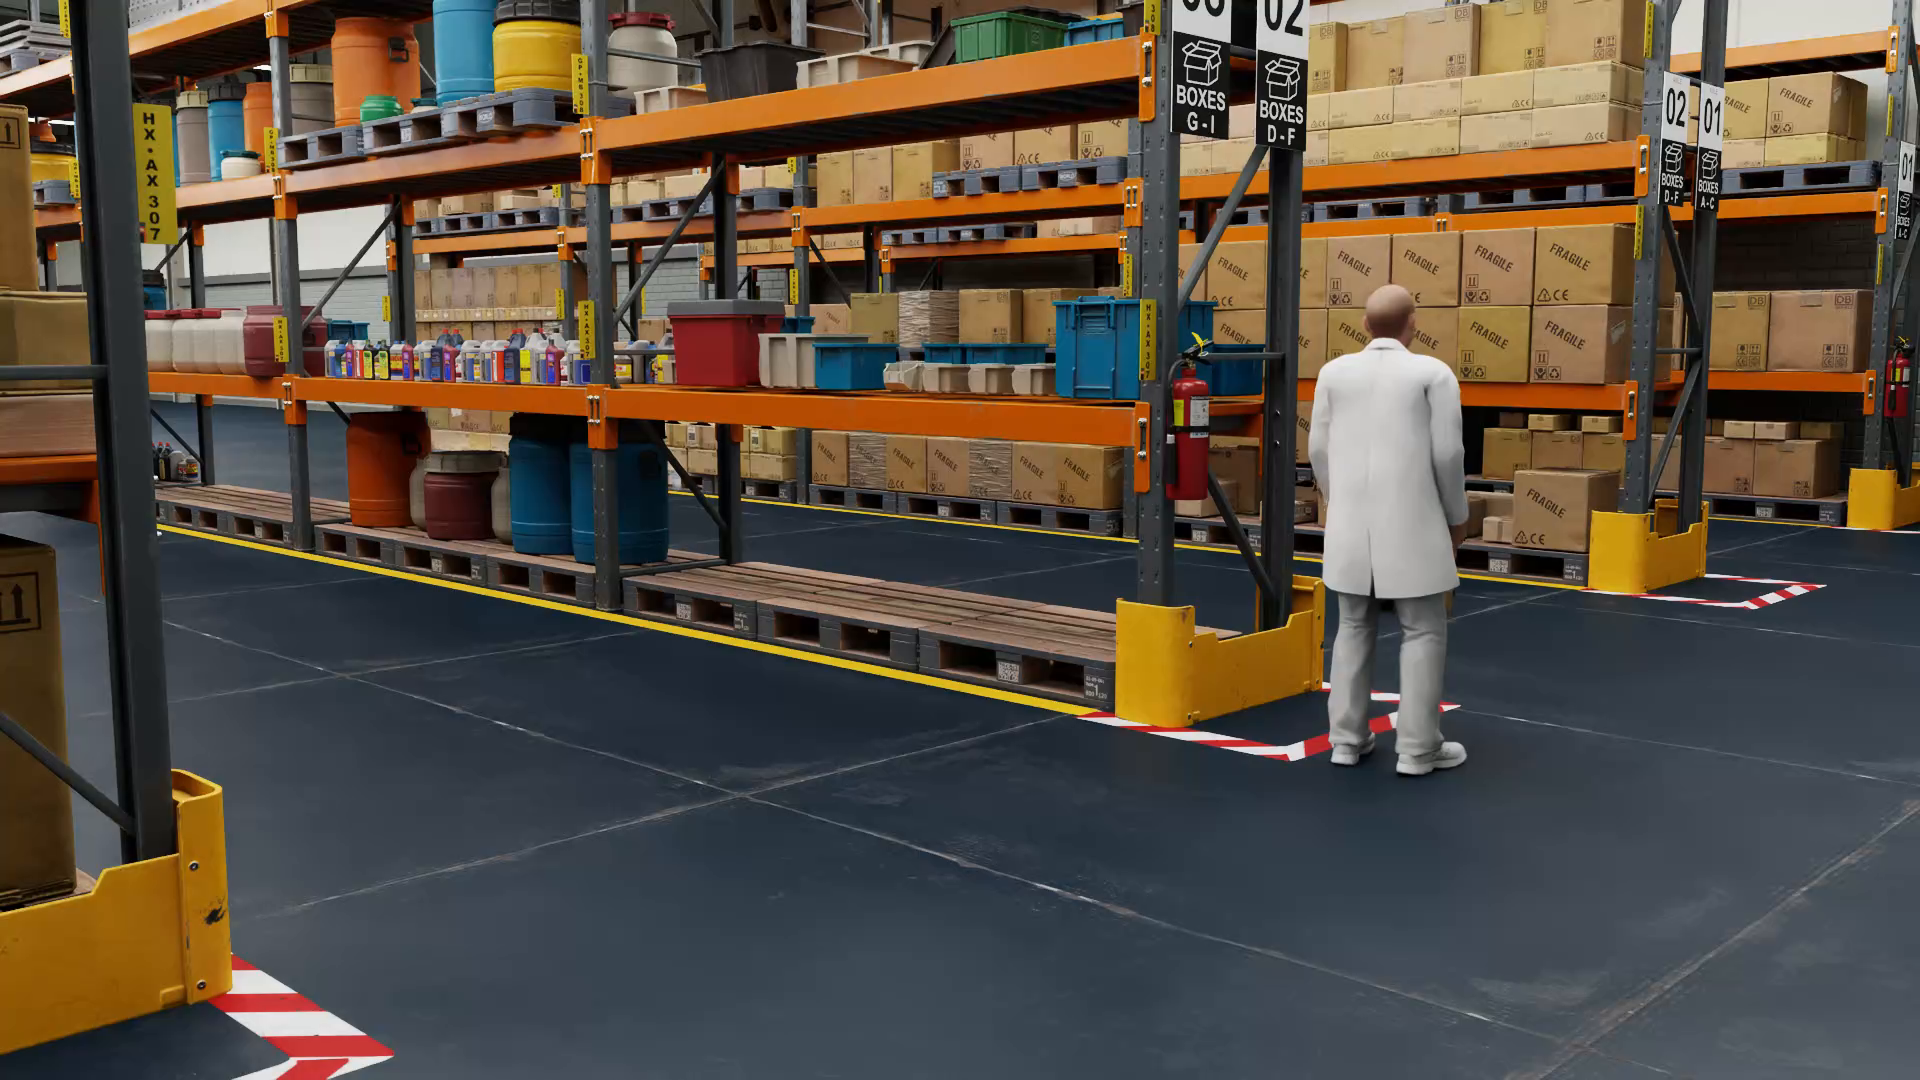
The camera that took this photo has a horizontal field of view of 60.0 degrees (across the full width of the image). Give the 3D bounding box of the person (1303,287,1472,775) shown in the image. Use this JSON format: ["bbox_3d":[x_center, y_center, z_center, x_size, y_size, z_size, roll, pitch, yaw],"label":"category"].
[{"bbox_3d":[1.582,-0.043,6.167,0.625,1.774,0.427,5,8,35],"label":"person"}]
